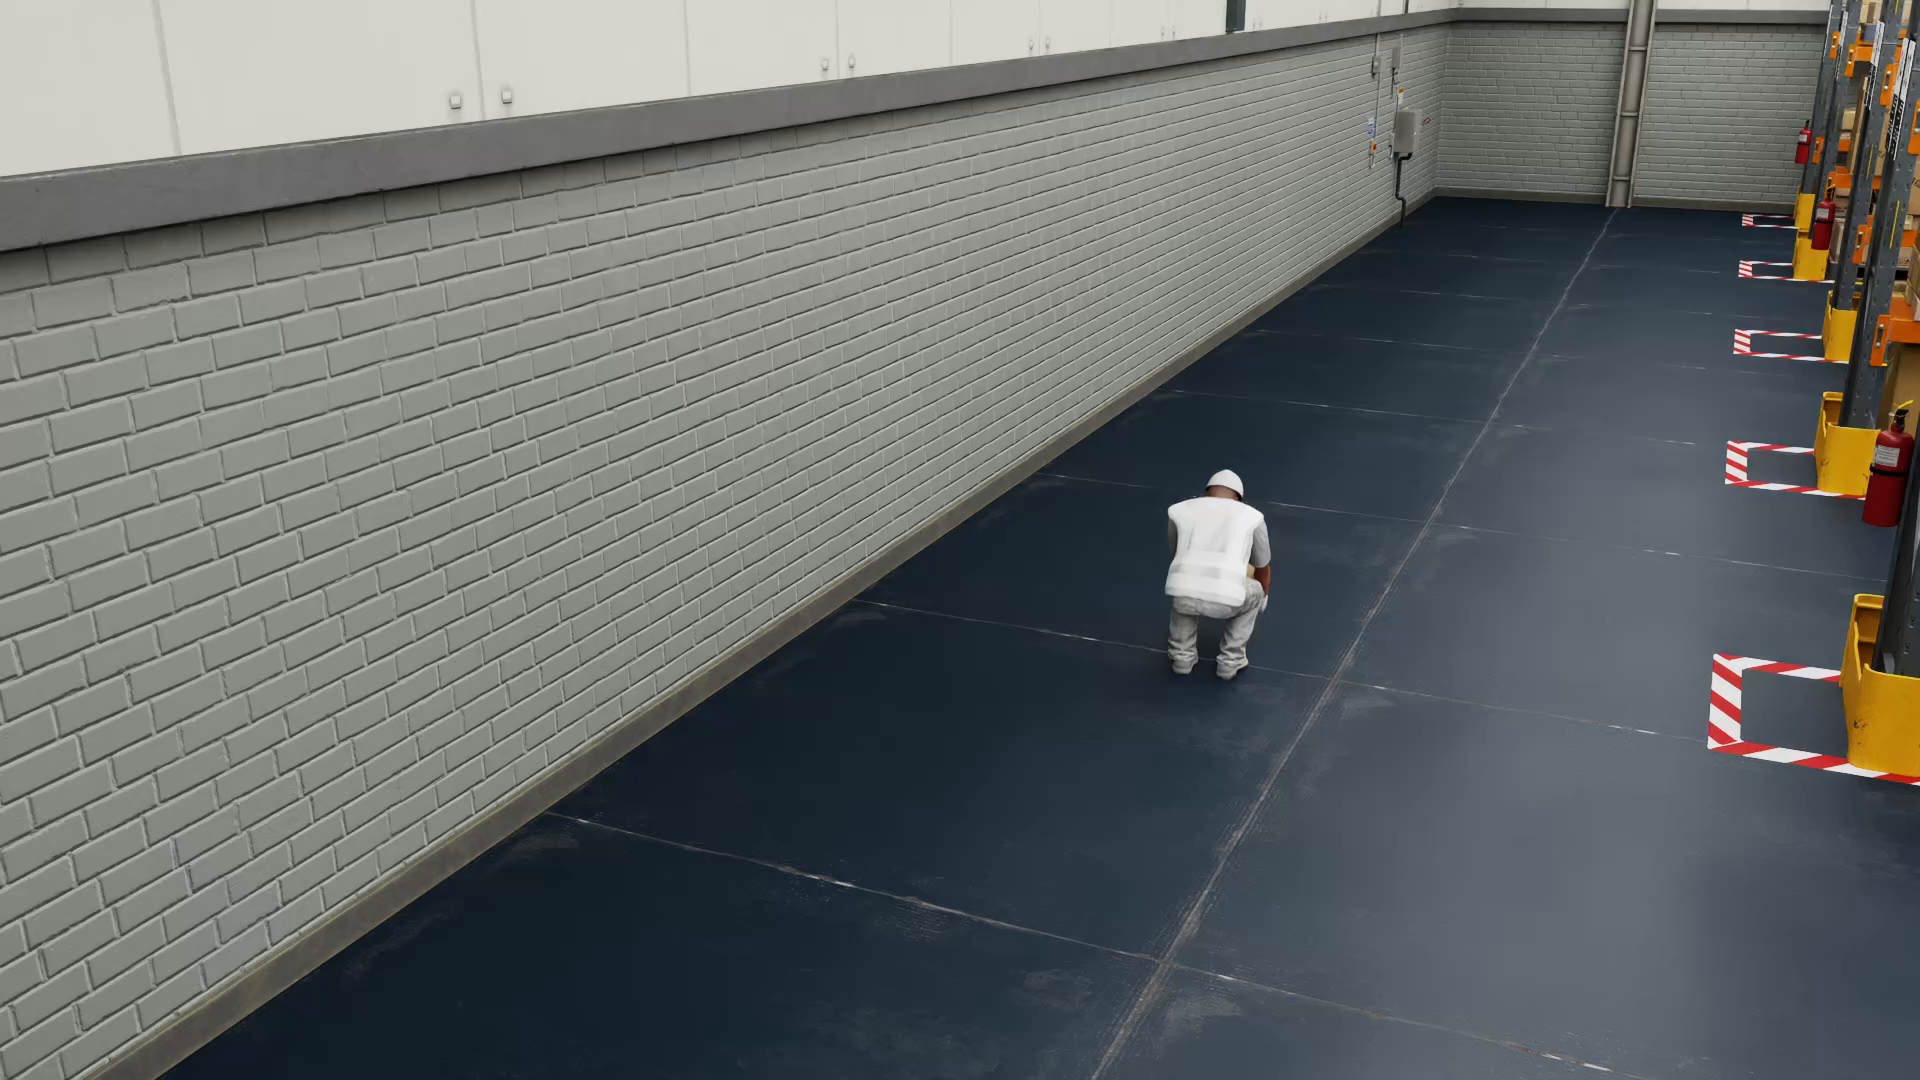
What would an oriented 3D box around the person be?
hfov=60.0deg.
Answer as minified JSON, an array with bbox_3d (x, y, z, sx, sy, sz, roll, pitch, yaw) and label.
[{"bbox_3d":[1.382,0.194,9.149,0.571,1.025,0.906,8,20,23],"label":"person"}]
